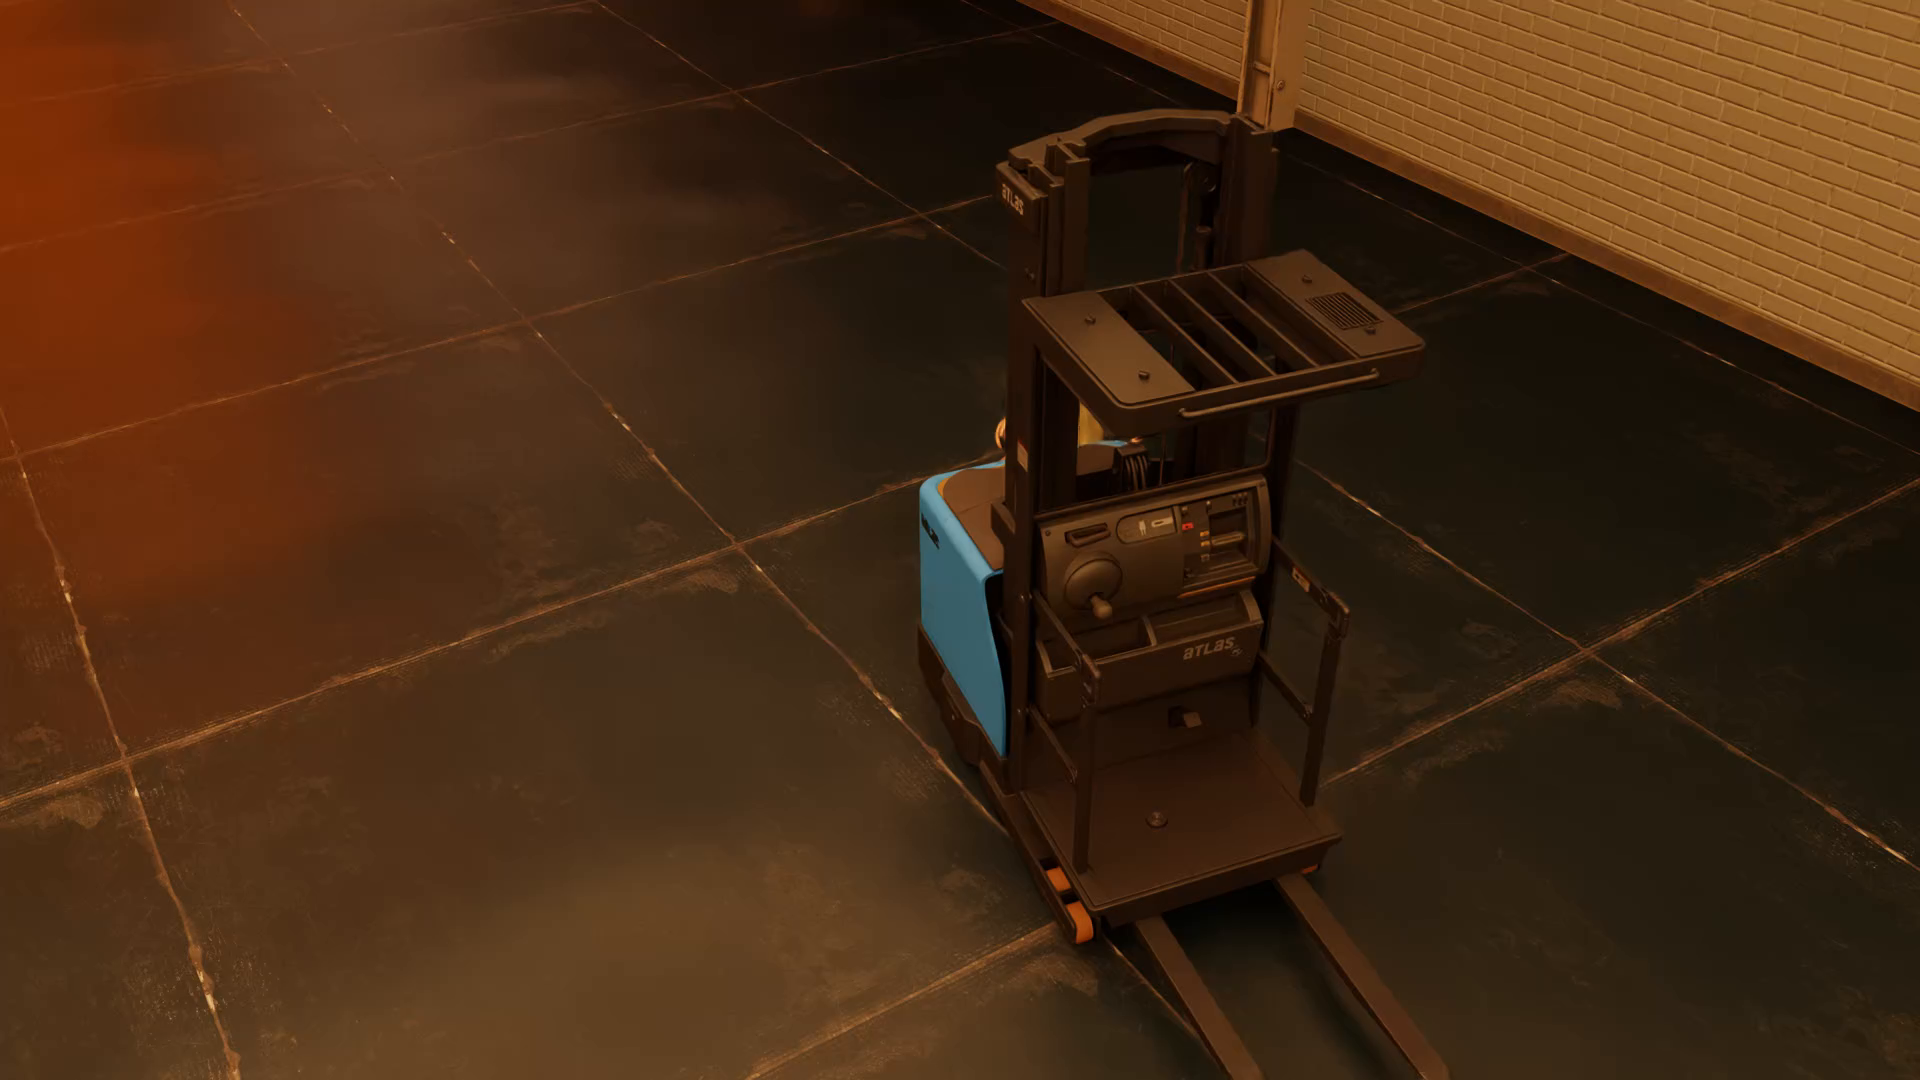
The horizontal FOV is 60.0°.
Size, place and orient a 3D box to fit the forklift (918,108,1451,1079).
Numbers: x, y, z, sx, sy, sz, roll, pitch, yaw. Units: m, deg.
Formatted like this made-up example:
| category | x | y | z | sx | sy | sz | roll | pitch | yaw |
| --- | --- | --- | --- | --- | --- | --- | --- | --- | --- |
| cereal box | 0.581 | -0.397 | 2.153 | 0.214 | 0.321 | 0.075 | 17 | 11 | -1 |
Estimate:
| category | x | y | z | sx | sy | sz | roll | pitch | yaw |
| --- | --- | --- | --- | --- | --- | --- | --- | --- | --- |
| forklift | 0.815 | 0.095 | 6.012 | 1.130 | 2.935 | 3.031 | -13 | 37 | -17 |

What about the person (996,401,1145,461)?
| category | x | y | z | sx | sy | sz | roll | pitch | yaw |
| --- | --- | --- | --- | --- | --- | --- | --- | --- | --- |
| person | 0.546 | -0.435 | 8.046 | 1.009 | 1.523 | 0.944 | 22 | 41 | 28 |
